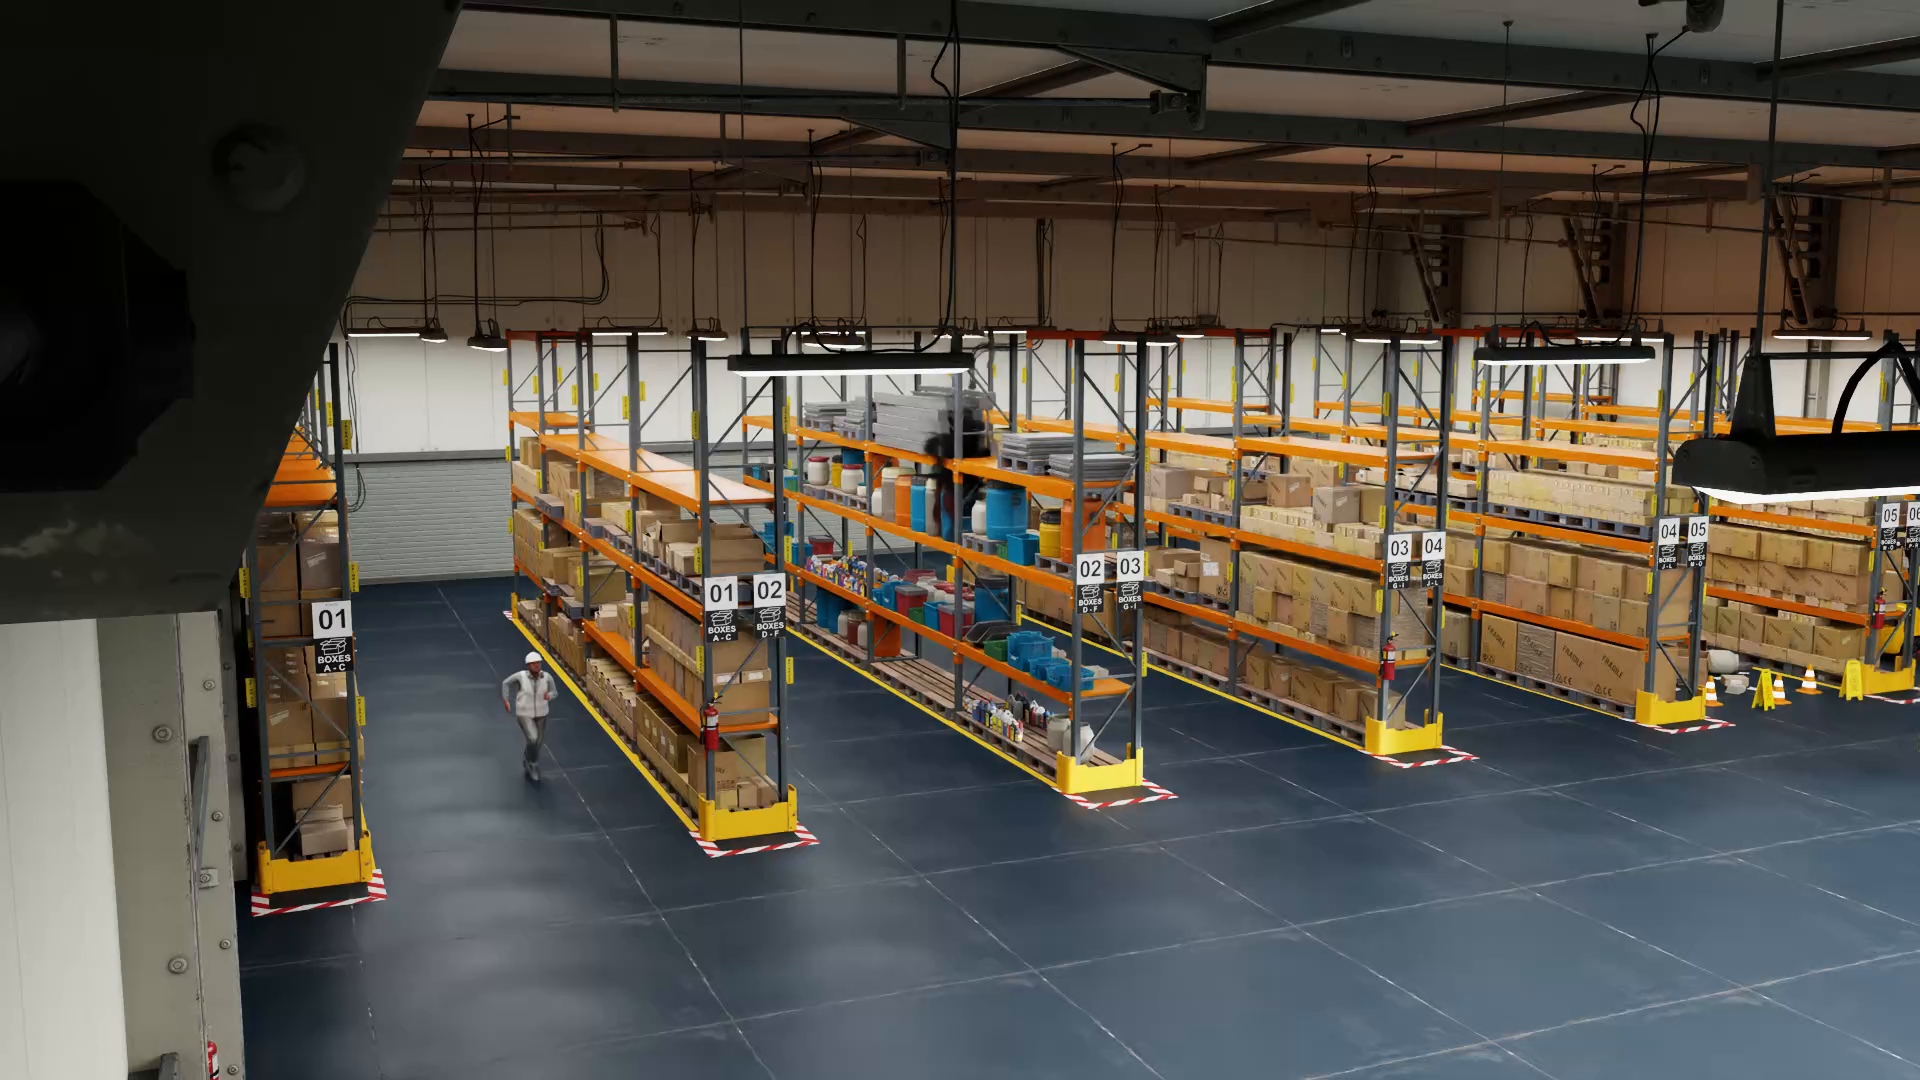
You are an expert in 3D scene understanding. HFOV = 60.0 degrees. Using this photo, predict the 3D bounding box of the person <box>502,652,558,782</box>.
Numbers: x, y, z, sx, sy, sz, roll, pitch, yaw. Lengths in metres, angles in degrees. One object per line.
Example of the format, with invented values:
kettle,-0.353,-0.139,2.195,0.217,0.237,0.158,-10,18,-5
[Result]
person,-5.834,2.386,22.662,0.681,1.779,0.821,-5,9,-31
